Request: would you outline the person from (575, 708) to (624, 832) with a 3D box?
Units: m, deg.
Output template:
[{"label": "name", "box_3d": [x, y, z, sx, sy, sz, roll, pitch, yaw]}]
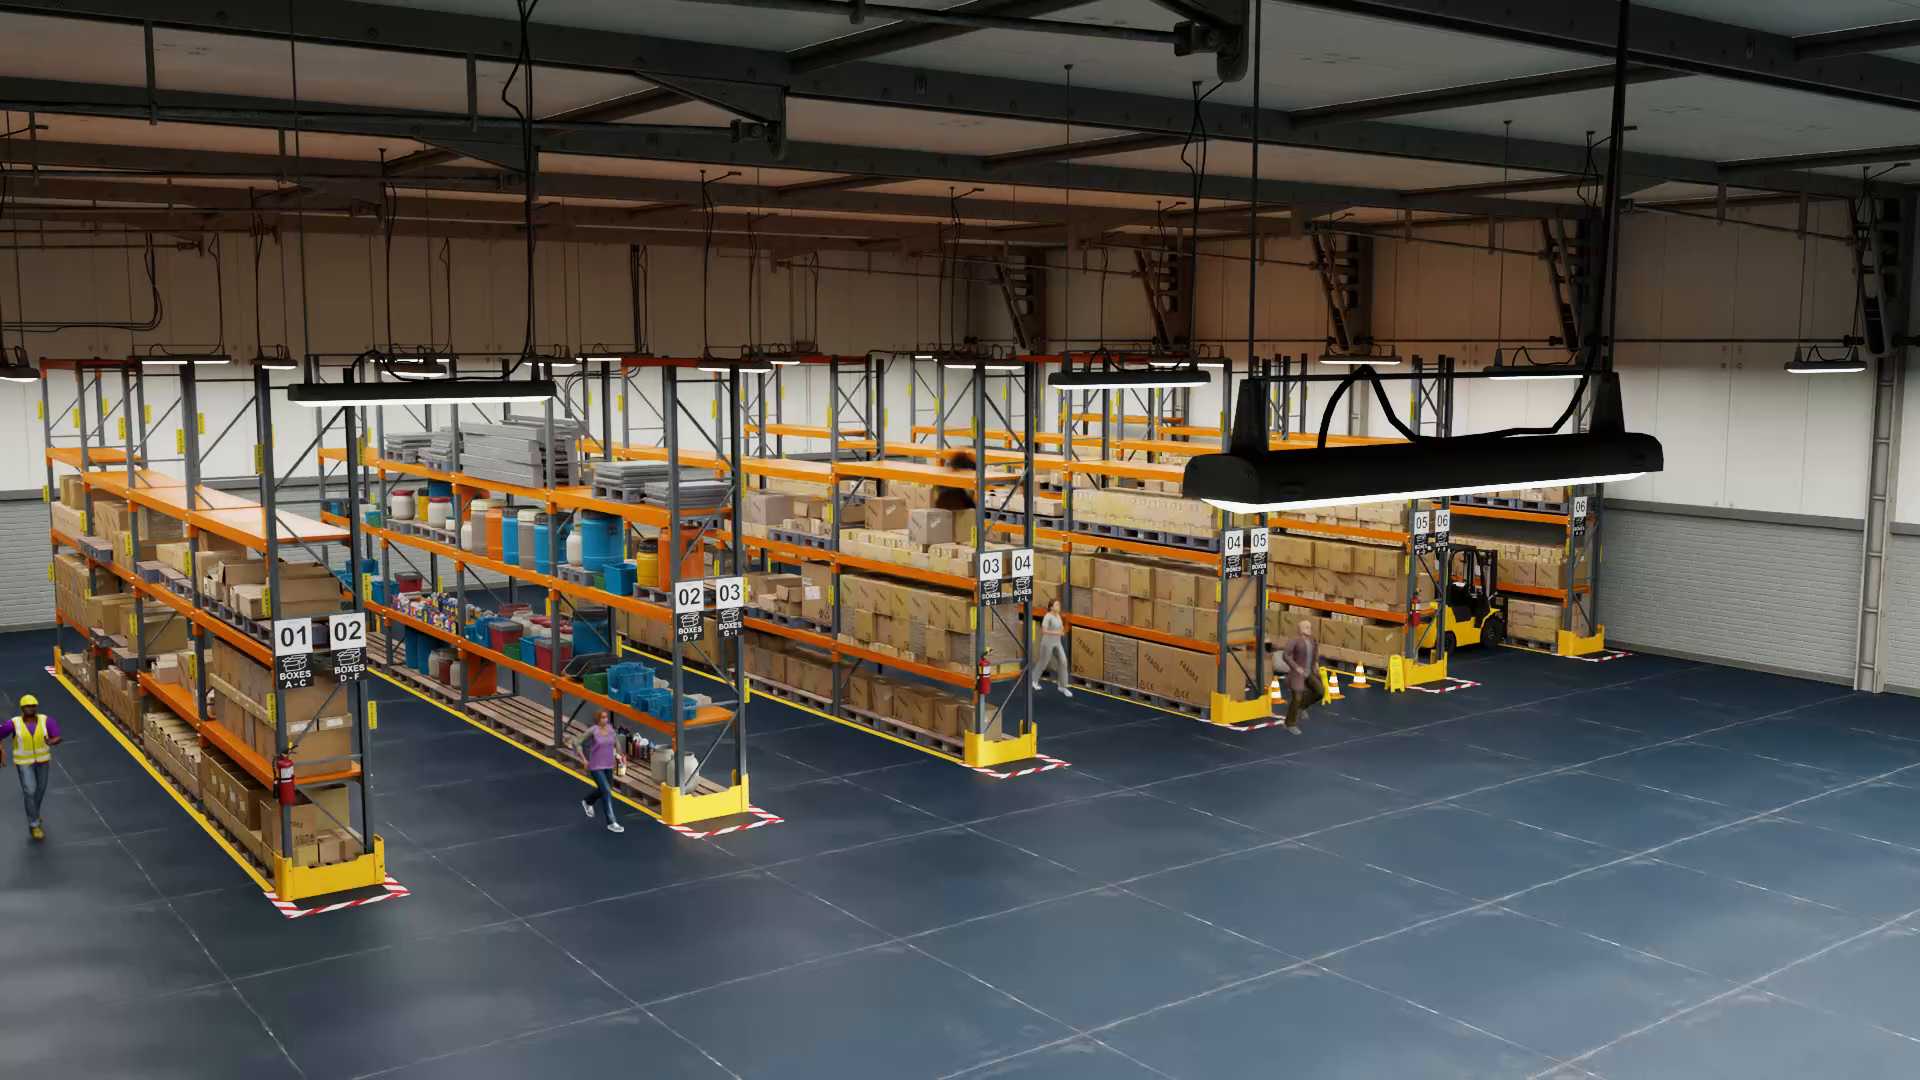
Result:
[{"label": "person", "box_3d": [-4.664, 2.942, 21.521, 0.866, 1.580, 0.541, 6, 9, 40]}]

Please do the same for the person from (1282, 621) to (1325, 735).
[{"label": "person", "box_3d": [5.484, 2.215, 26.392, 0.811, 1.706, 0.561, -6, 9, -41]}]

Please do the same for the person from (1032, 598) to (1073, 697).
[{"label": "person", "box_3d": [1.552, 1.833, 28.807, 0.518, 1.696, 0.887, -7, 9, -43]}]

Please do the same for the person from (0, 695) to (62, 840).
[{"label": "person", "box_3d": [-11.905, 2.868, 21.346, 0.917, 1.781, 0.692, 7, 10, 44]}]
